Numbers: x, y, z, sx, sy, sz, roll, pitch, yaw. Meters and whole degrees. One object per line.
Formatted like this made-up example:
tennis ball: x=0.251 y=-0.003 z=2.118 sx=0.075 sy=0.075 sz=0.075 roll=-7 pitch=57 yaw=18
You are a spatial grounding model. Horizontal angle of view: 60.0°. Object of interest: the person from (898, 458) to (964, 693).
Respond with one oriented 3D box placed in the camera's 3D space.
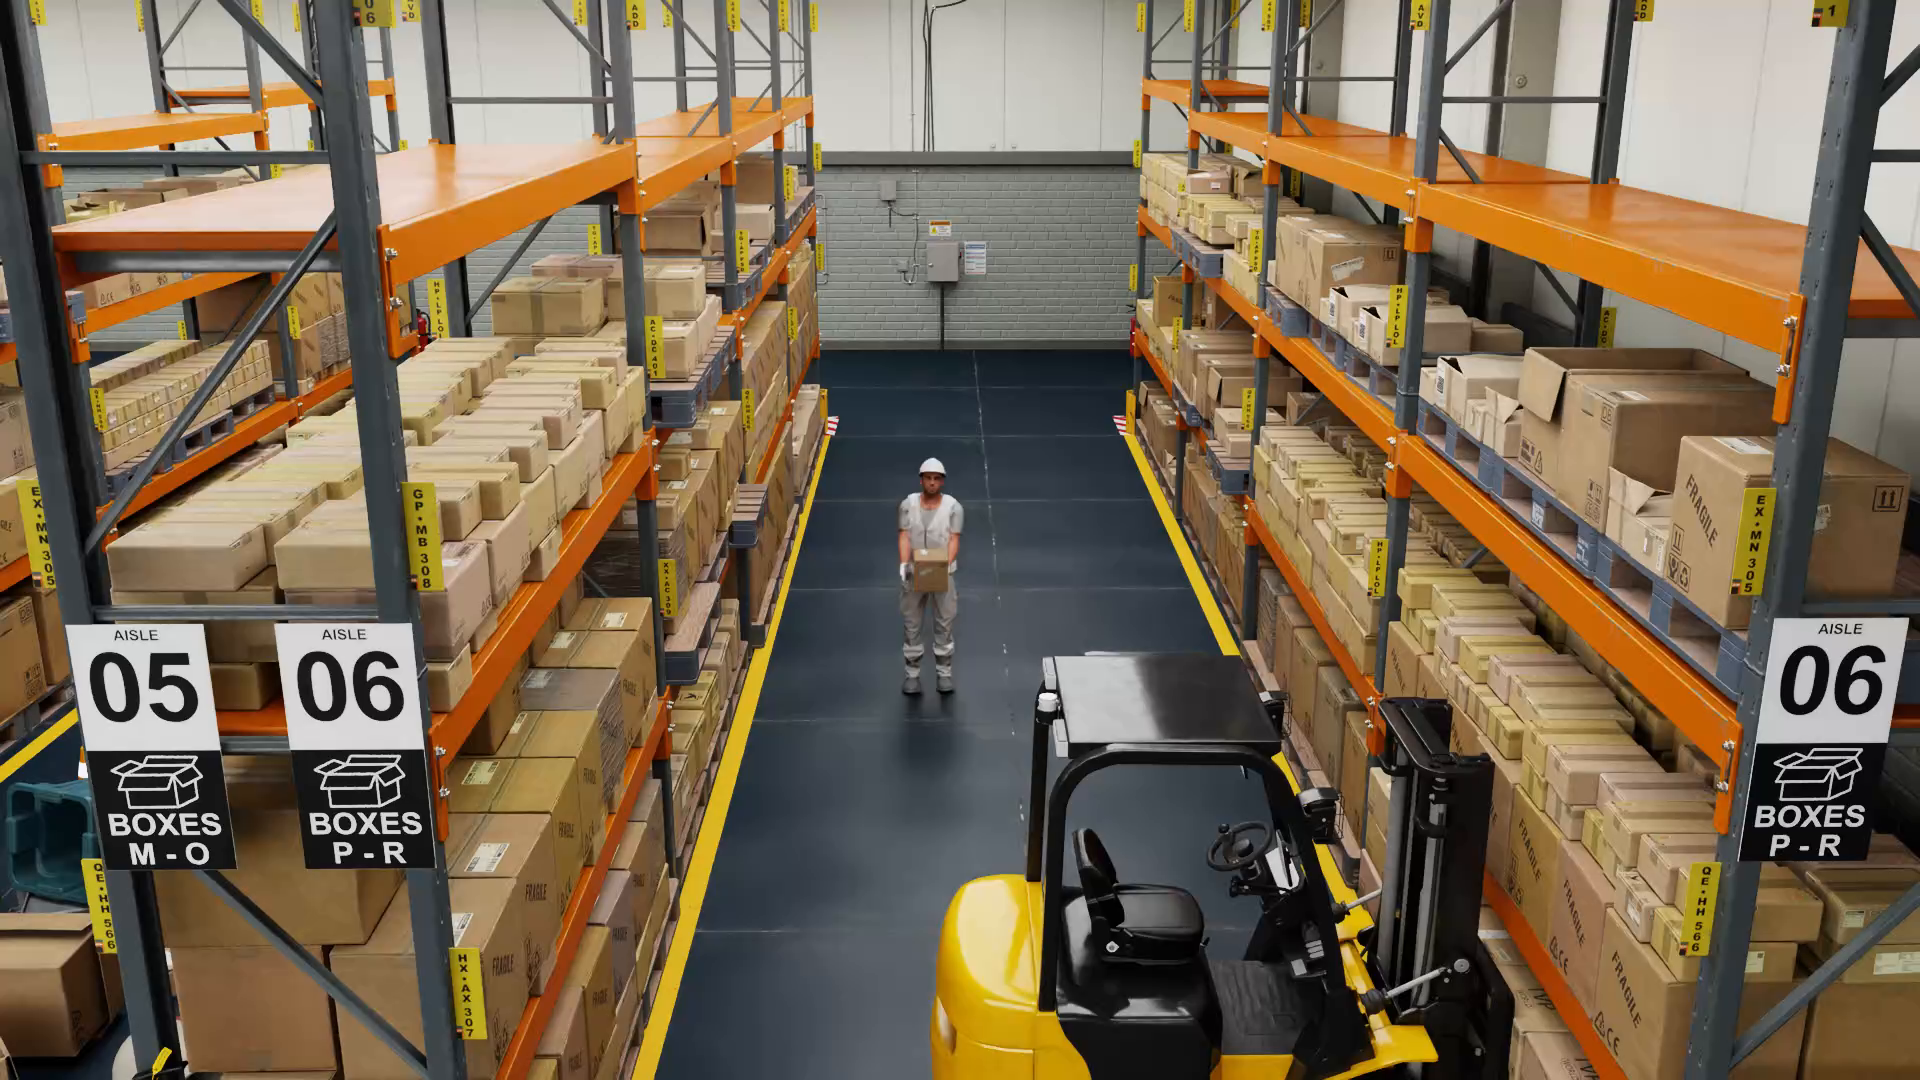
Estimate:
person: x=-0.233 y=0.292 z=12.539 sx=0.506 sy=1.792 sz=0.556 roll=2 pitch=17 yaw=7
